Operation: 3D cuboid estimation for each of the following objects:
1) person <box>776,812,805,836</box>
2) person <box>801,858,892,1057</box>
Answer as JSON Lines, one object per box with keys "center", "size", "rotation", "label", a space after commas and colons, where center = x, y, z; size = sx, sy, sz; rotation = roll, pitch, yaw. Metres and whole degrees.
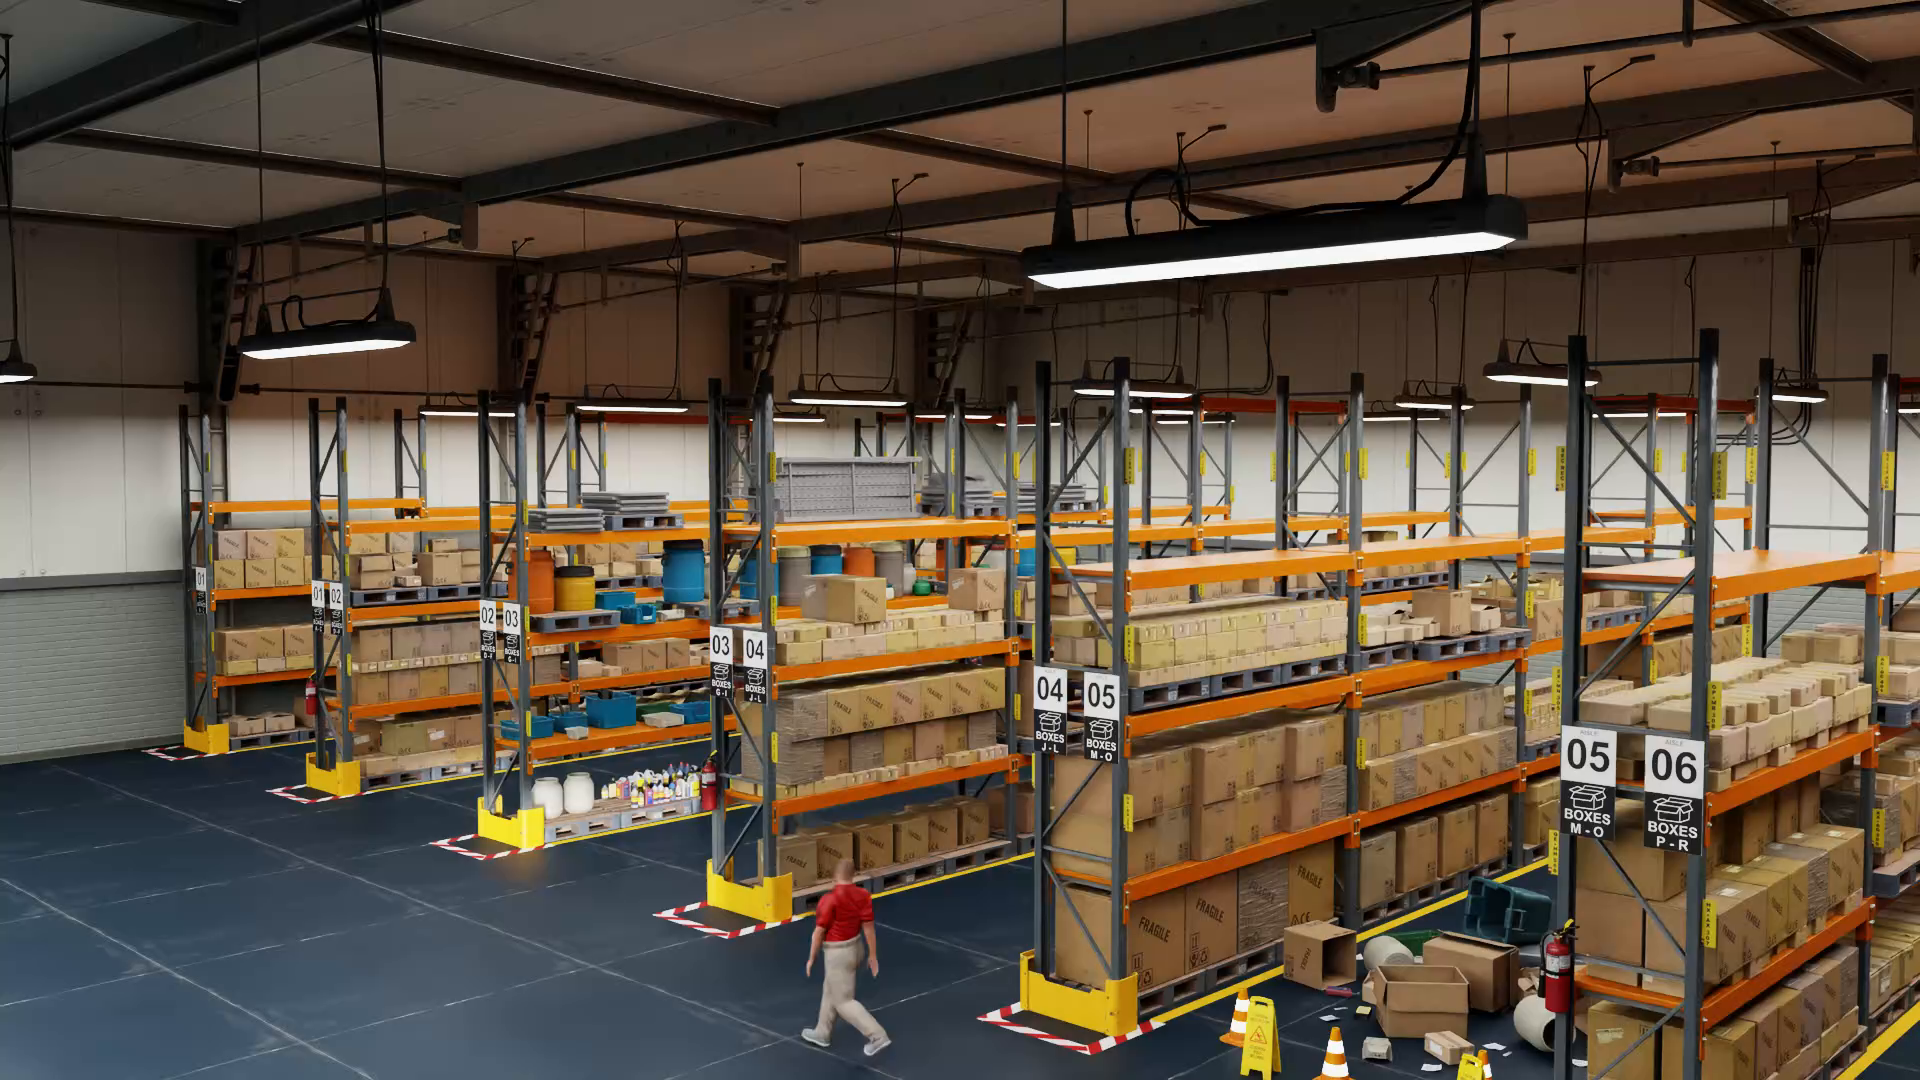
{"center": [-2.249, 3.191, 21.557], "size": [0.383, 1.677, 0.573], "rotation": [2, 4, 40], "label": "person"}
{"center": [-0.996, 3.565, 14.226], "size": [0.989, 1.691, 0.510], "rotation": [1, 3, 22], "label": "person"}
